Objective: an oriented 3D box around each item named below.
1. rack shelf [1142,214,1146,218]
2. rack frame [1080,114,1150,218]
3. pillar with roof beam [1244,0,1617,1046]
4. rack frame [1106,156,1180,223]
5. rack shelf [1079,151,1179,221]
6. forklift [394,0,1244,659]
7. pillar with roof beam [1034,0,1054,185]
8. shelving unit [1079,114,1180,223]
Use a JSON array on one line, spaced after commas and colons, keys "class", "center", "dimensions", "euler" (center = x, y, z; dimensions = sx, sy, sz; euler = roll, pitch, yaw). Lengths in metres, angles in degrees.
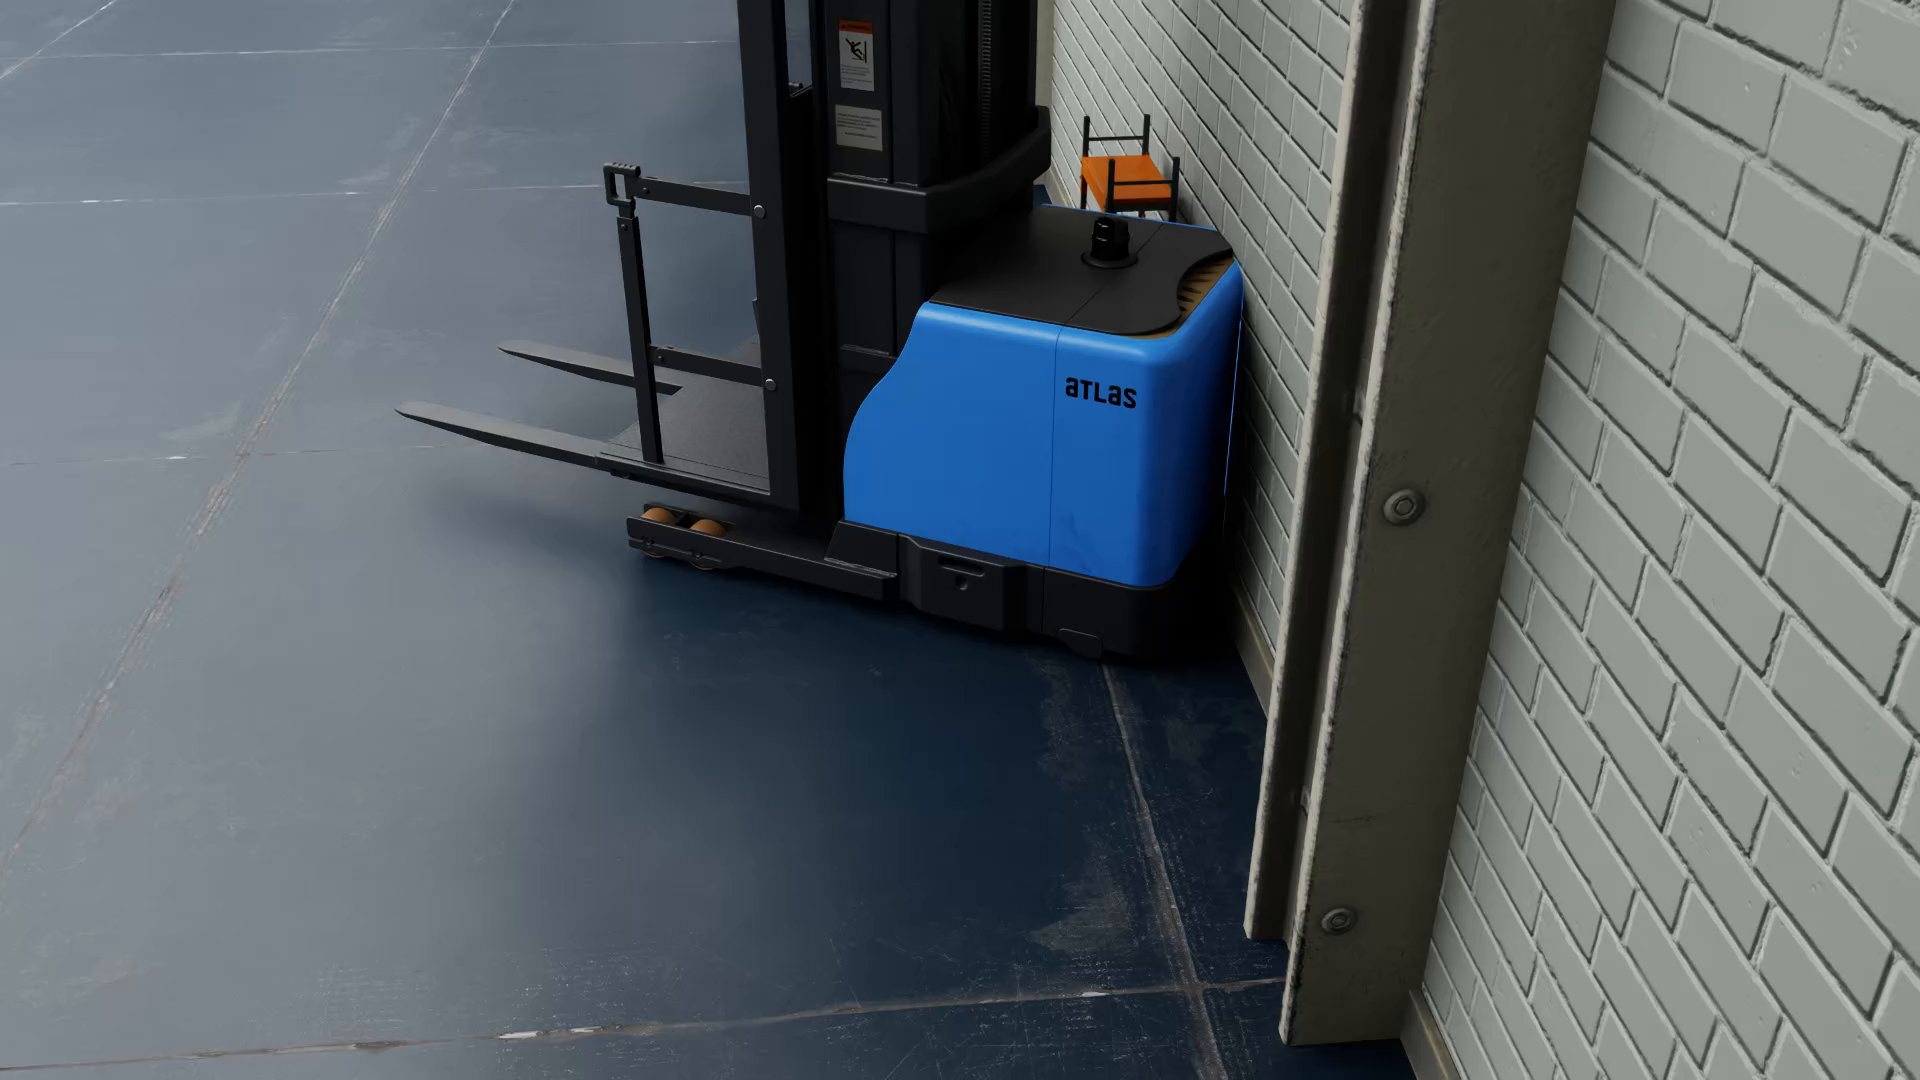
[{"class": "rack shelf", "center": [0.588, -1.015, 5.974], "dimensions": [0.258, 0.148, 0.480], "euler": [-3, 31, -5]}, {"class": "rack frame", "center": [0.563, -1.005, 6.262], "dimensions": [0.240, 1.200, 0.015], "euler": [-3, 31, -5]}, {"class": "pillar with roof beam", "center": [-3.408, -2.607, 1.339], "dimensions": [9.100, 9.000, 0.400], "euler": [-3, 31, -5]}, {"class": "rack frame", "center": [0.614, -0.756, 5.846], "dimensions": [0.240, 1.200, 0.015], "euler": [-3, 31, -5]}, {"class": "rack shelf", "center": [0.588, -1.218, 5.853], "dimensions": [0.258, 0.148, 0.480], "euler": [-3, 31, -5]}, {"class": "forklift", "center": [-0.568, -1.389, 5.217], "dimensions": [3.031, 2.935, 1.130], "euler": [13, 33, 21]}, {"class": "pillar with roof beam", "center": [-3.968, -5.670, 6.467], "dimensions": [9.100, 9.000, 0.400], "euler": [-3, 31, -5]}, {"class": "shelving unit", "center": [0.588, -0.880, 6.054], "dimensions": [0.258, 1.200, 0.503], "euler": [-3, 31, -5]}]
